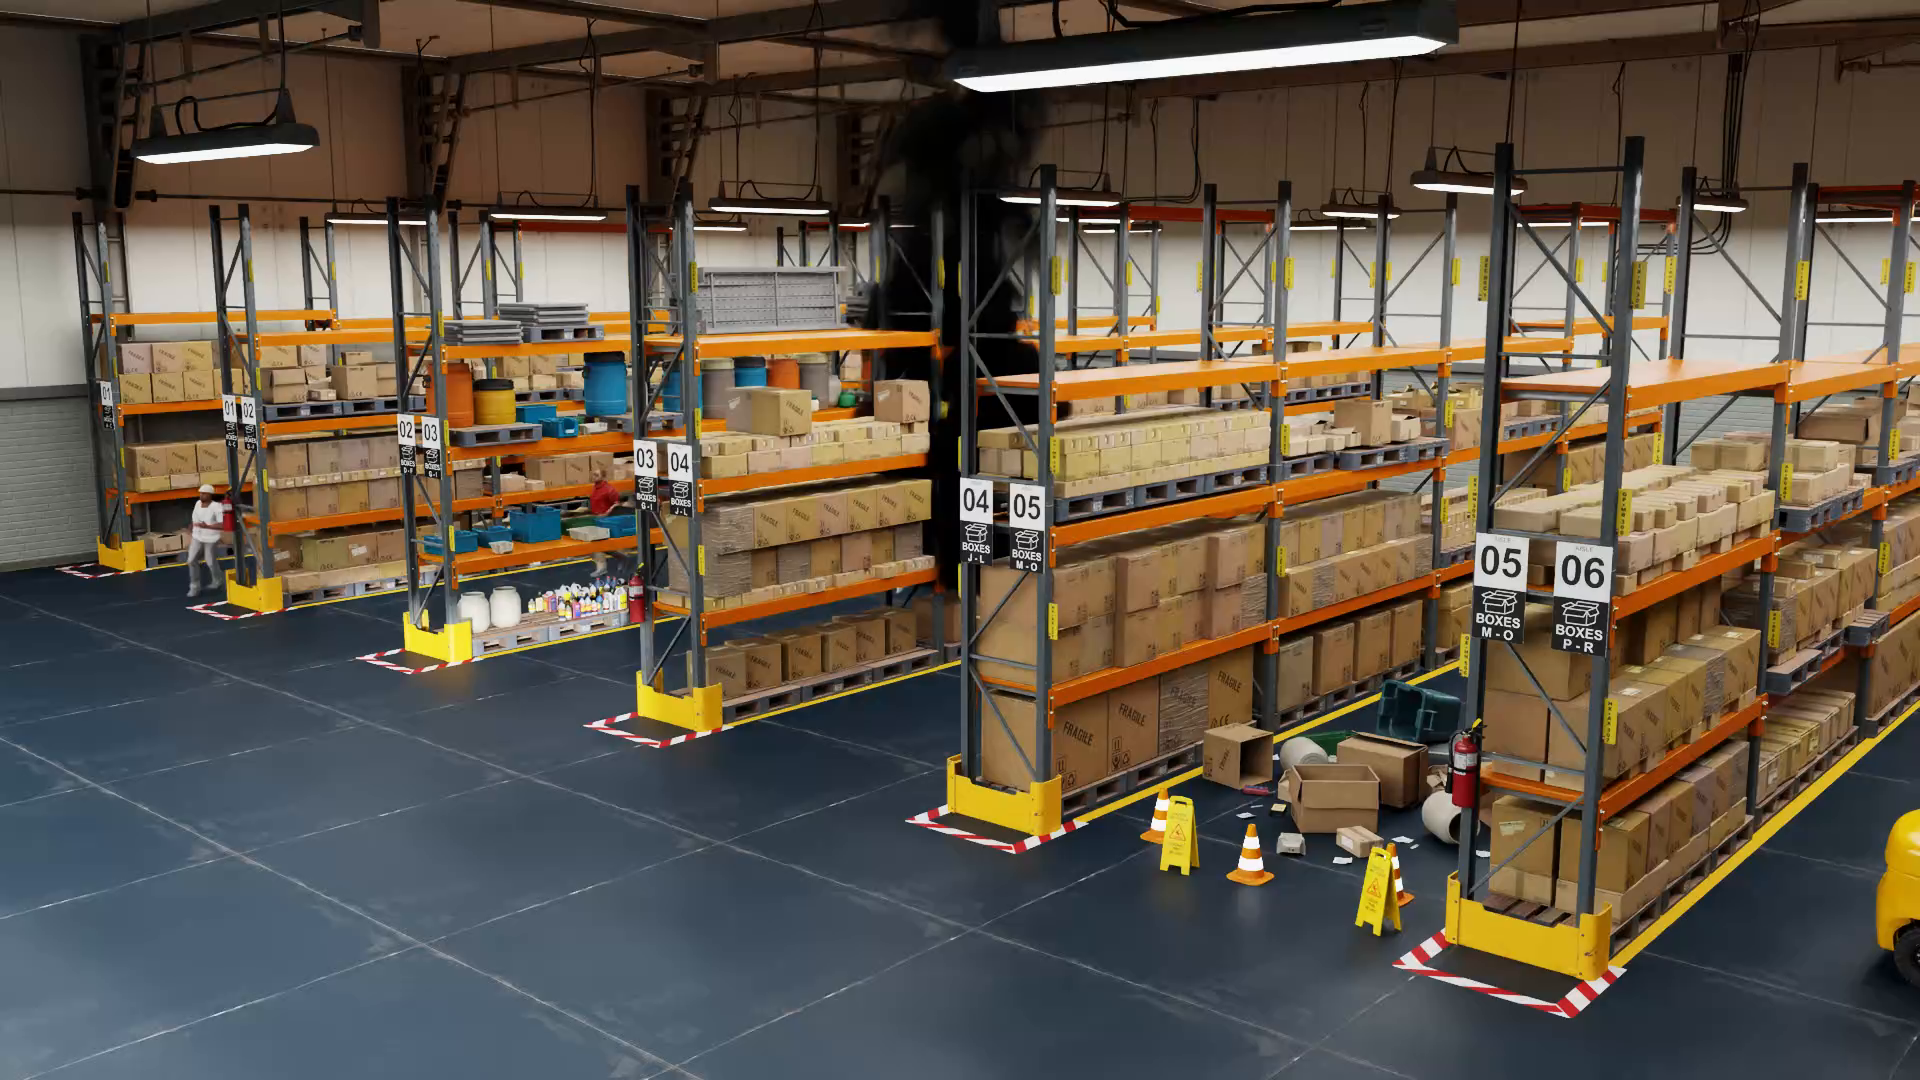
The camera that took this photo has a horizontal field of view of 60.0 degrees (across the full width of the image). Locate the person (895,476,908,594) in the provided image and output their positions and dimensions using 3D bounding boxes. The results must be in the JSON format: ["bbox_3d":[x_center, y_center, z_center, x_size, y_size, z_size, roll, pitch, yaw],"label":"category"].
[{"bbox_3d":[-0.774,-0.084,25.059,0.531,1.769,0.711,5,11,29],"label":"person"}]

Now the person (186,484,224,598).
[{"bbox_3d":[-11.726,0.010,26.068,0.690,1.822,0.691,2,10,12],"label":"person"}]

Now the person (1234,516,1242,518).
[{"bbox_3d":[3.555,0.521,21.309,0.626,1.687,0.781,8,12,39],"label":"person"}]

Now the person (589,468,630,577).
[{"bbox_3d":[-5.580,-0.288,26.212,0.646,1.708,0.692,9,13,43],"label":"person"}]
